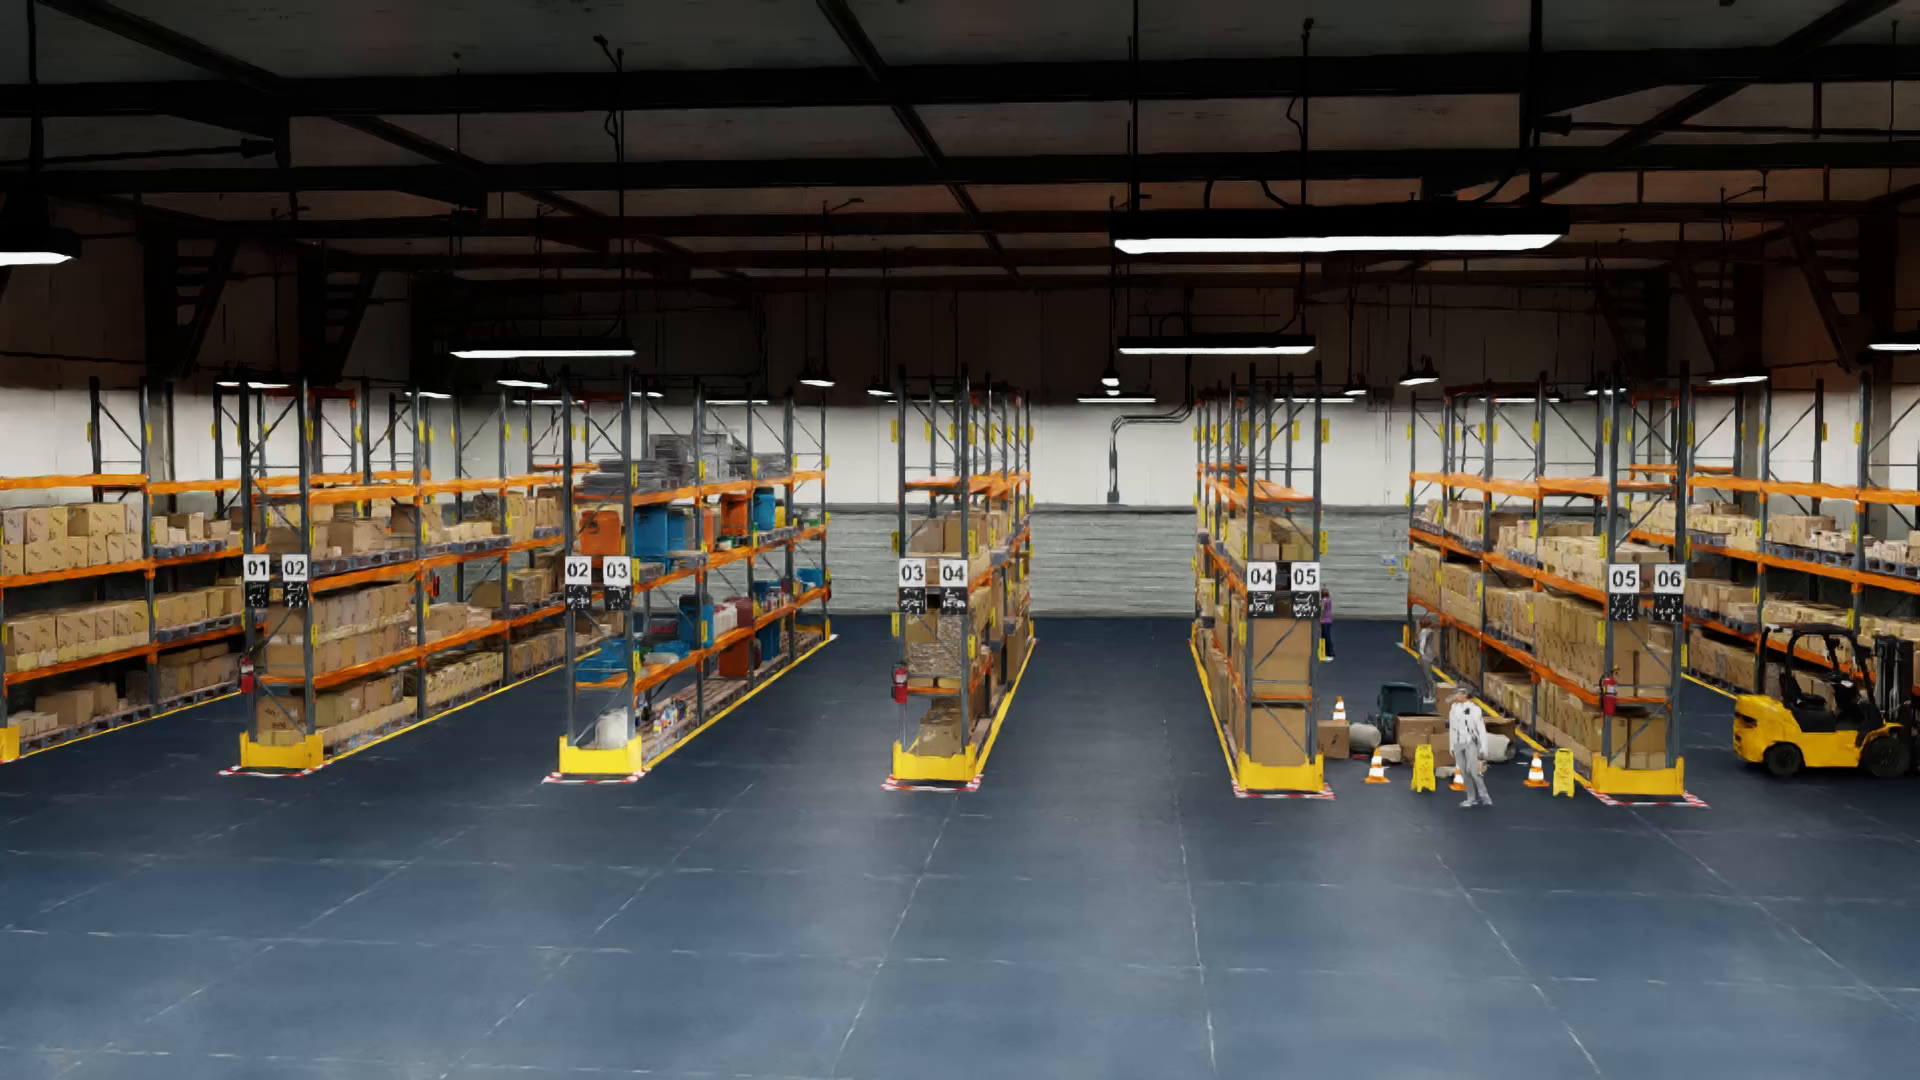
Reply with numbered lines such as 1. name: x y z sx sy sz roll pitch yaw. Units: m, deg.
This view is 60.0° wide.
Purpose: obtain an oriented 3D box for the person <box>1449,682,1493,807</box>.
1. person: 6.832 2.738 22.272 0.431 1.667 0.602 -3 5 -37

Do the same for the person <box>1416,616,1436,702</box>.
1. person: 8.659 2.203 30.997 0.536 1.590 0.535 2 4 29

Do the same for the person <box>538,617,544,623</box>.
1. person: -10.315 1.556 40.335 0.702 1.735 0.549 0 4 4

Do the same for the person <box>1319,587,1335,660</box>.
1. person: 8.048 1.842 36.722 0.532 1.578 0.535 2 4 29
